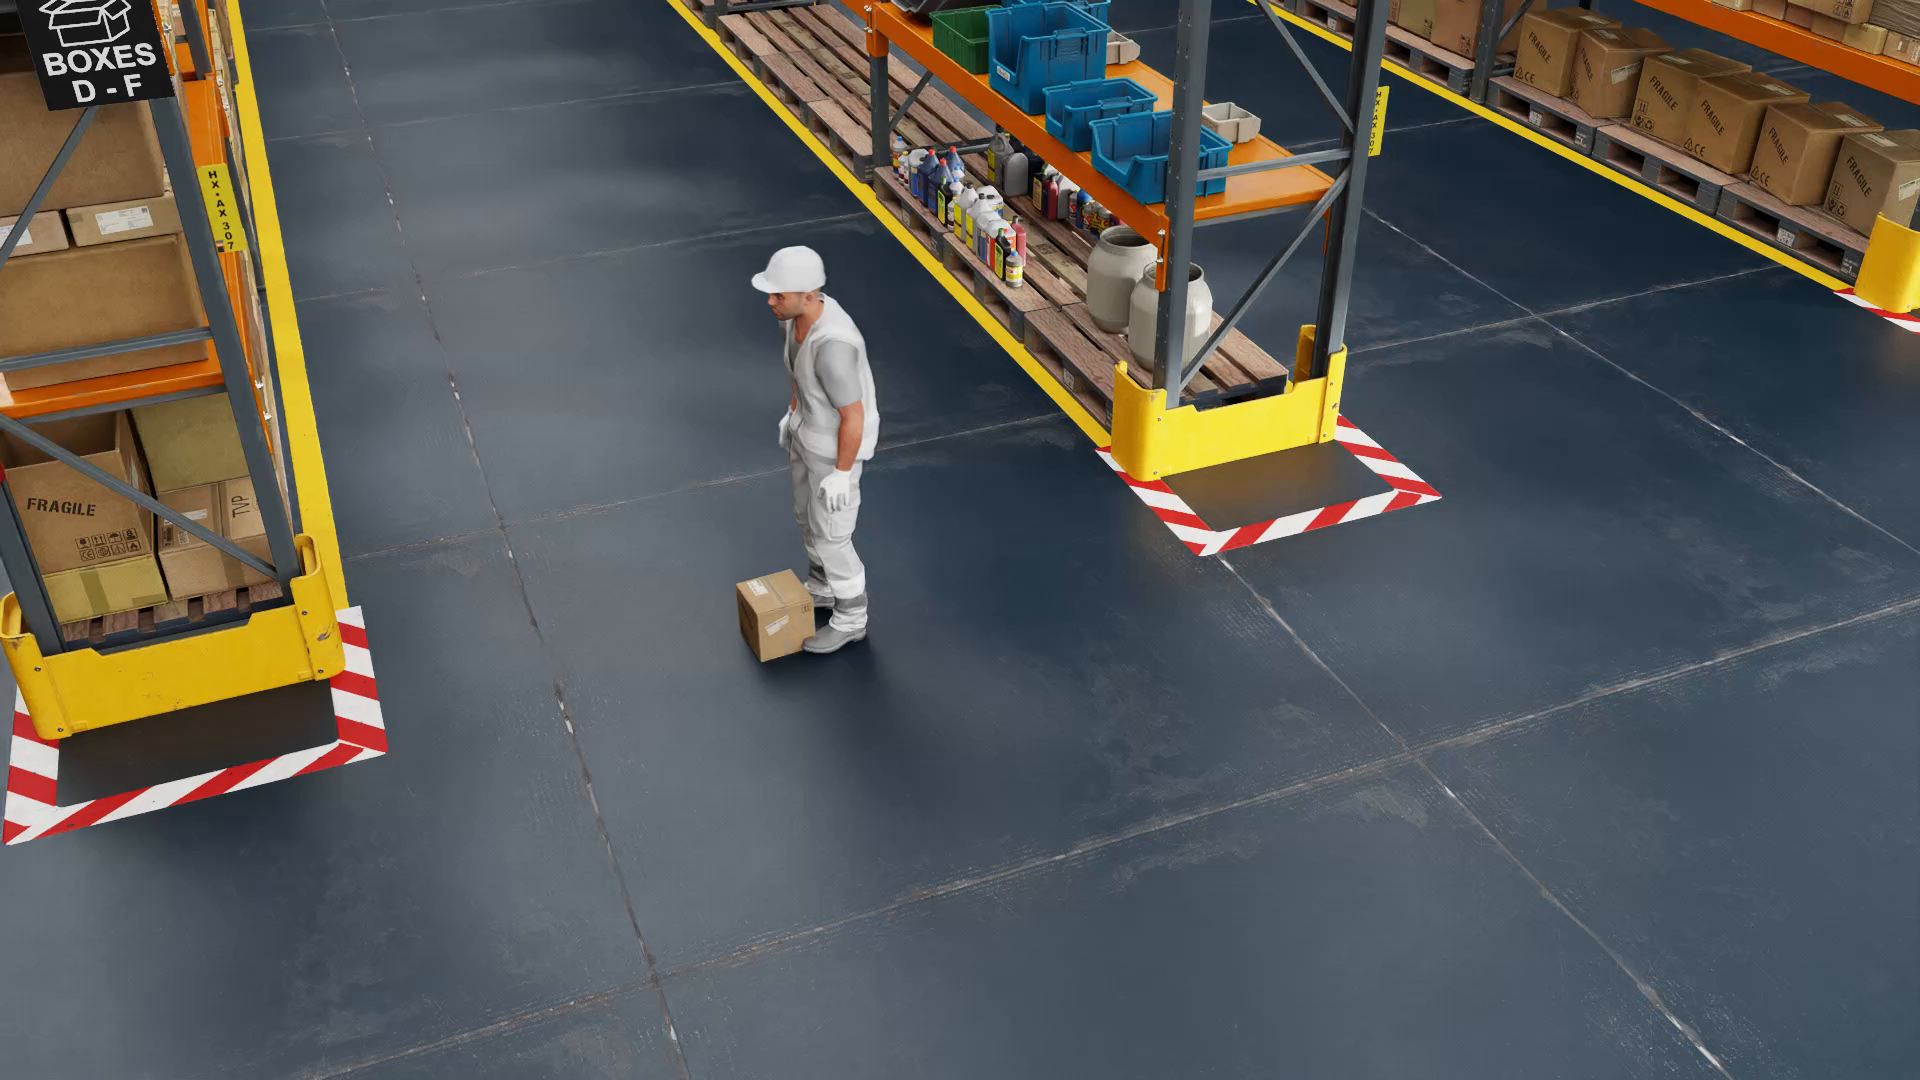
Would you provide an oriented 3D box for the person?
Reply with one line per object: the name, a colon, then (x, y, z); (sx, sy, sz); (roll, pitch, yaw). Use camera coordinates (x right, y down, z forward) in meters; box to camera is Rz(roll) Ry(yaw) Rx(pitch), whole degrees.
person: (-0.571, -0.365, 6.686); (0.456, 1.778, 0.616); (-13, 35, -20)
